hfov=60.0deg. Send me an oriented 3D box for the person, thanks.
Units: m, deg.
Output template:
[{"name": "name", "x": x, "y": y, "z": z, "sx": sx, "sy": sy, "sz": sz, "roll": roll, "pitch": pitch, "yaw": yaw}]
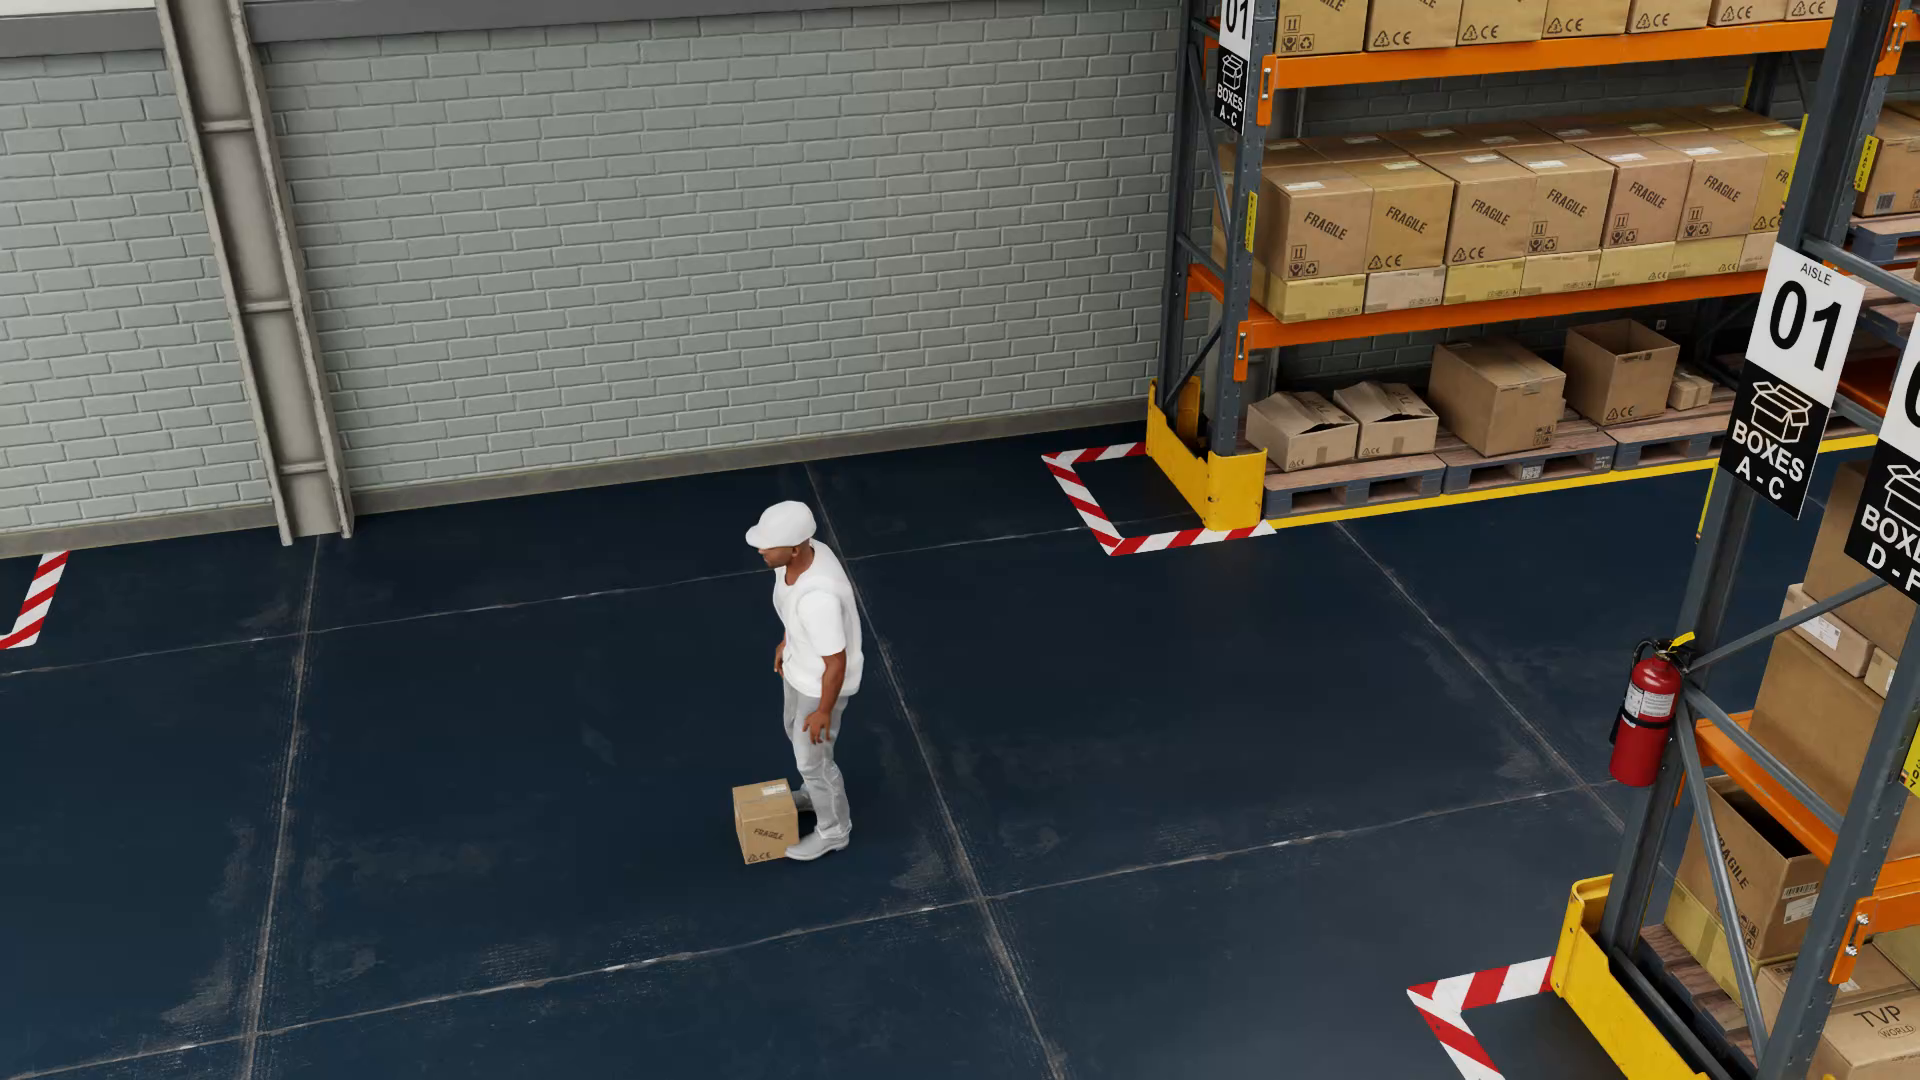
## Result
[{"name": "person", "x": -0.659, "y": 0.591, "z": 7.202, "sx": 0.455, "sy": 1.760, "sz": 0.635, "roll": -10, "pitch": 31, "yaw": -16}]
